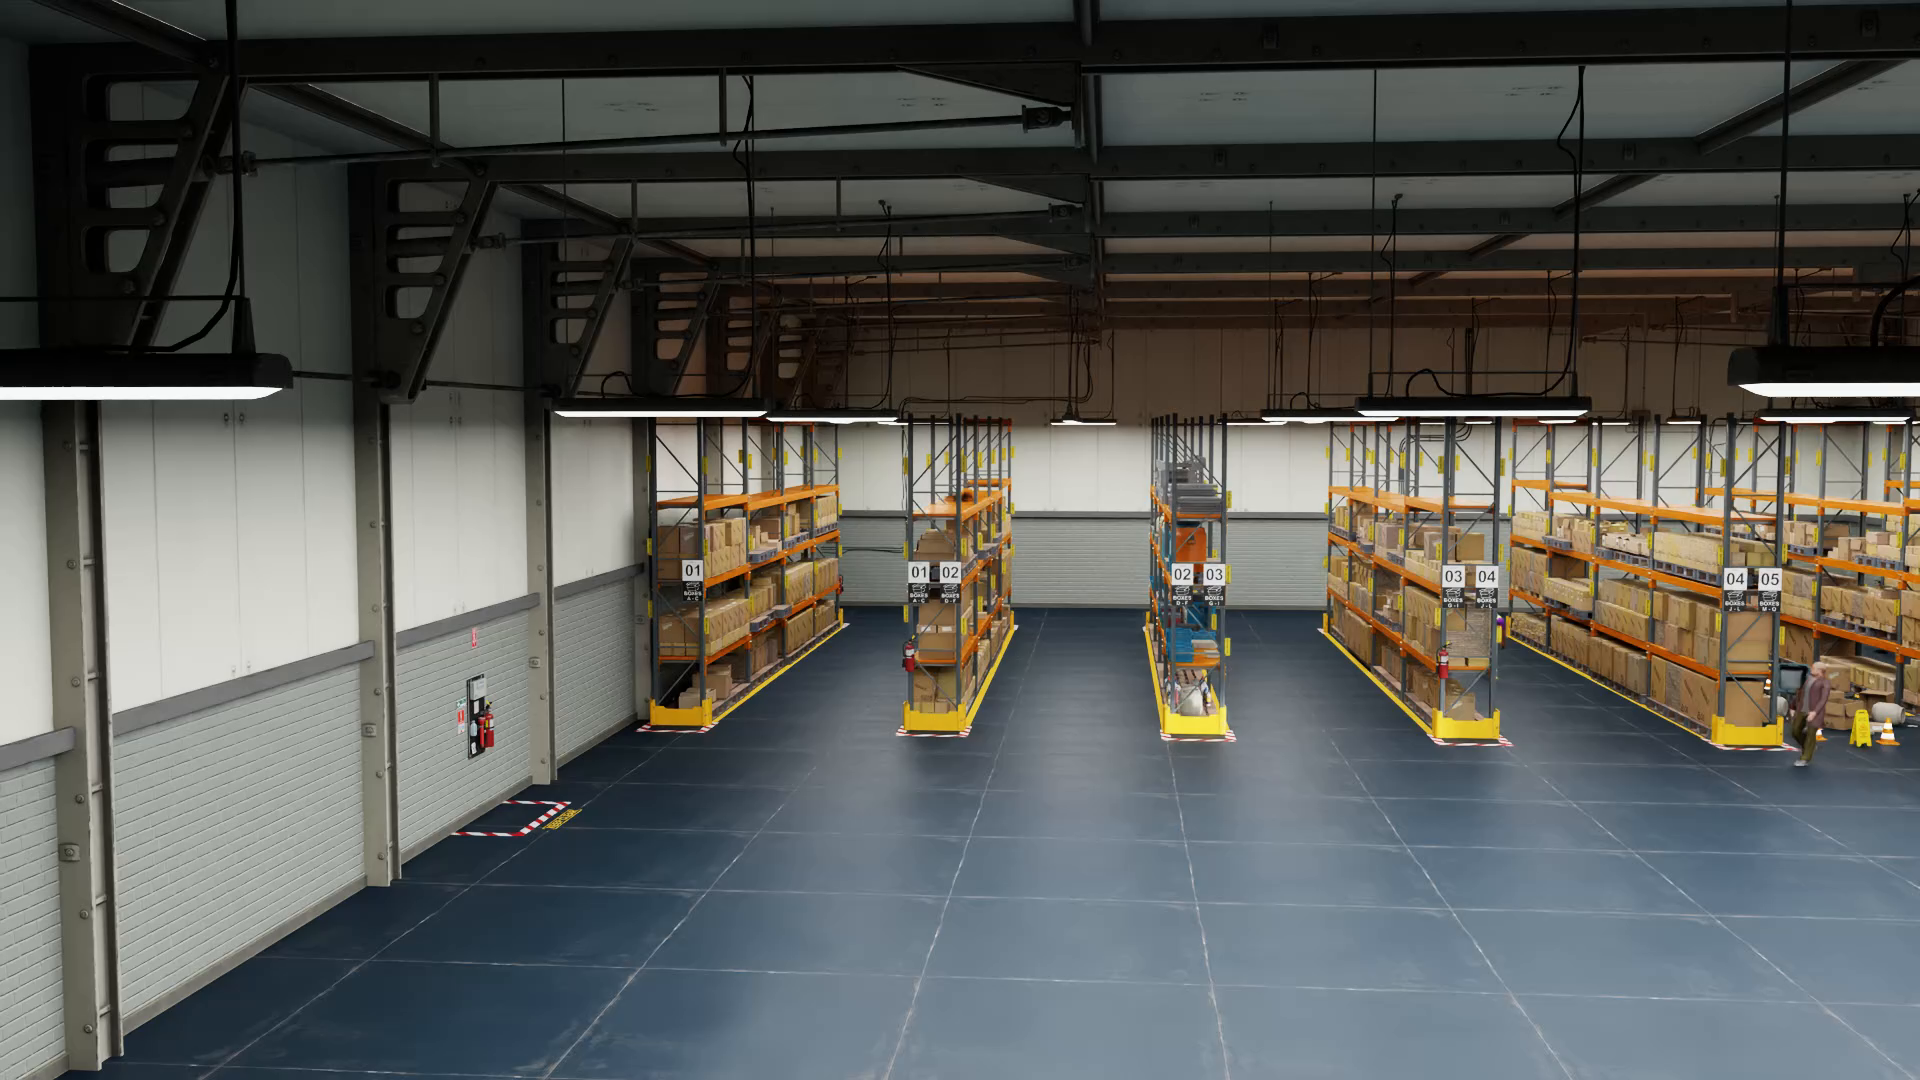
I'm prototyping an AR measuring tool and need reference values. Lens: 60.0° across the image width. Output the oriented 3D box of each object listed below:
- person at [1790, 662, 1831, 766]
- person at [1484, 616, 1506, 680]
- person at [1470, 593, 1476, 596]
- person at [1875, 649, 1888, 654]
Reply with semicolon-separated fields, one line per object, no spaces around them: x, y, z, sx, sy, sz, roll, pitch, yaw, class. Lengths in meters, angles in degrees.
14.399;2.991;28.238;0.690;1.660;0.638;-2;4;-27;person
12.101;2.308;37.945;0.677;1.726;1.014;1;4;9;person
13.505;1.948;43.940;0.459;1.646;0.479;-1;4;-8;person
23.333;2.017;42.127;0.483;1.716;0.568;2;4;24;person
